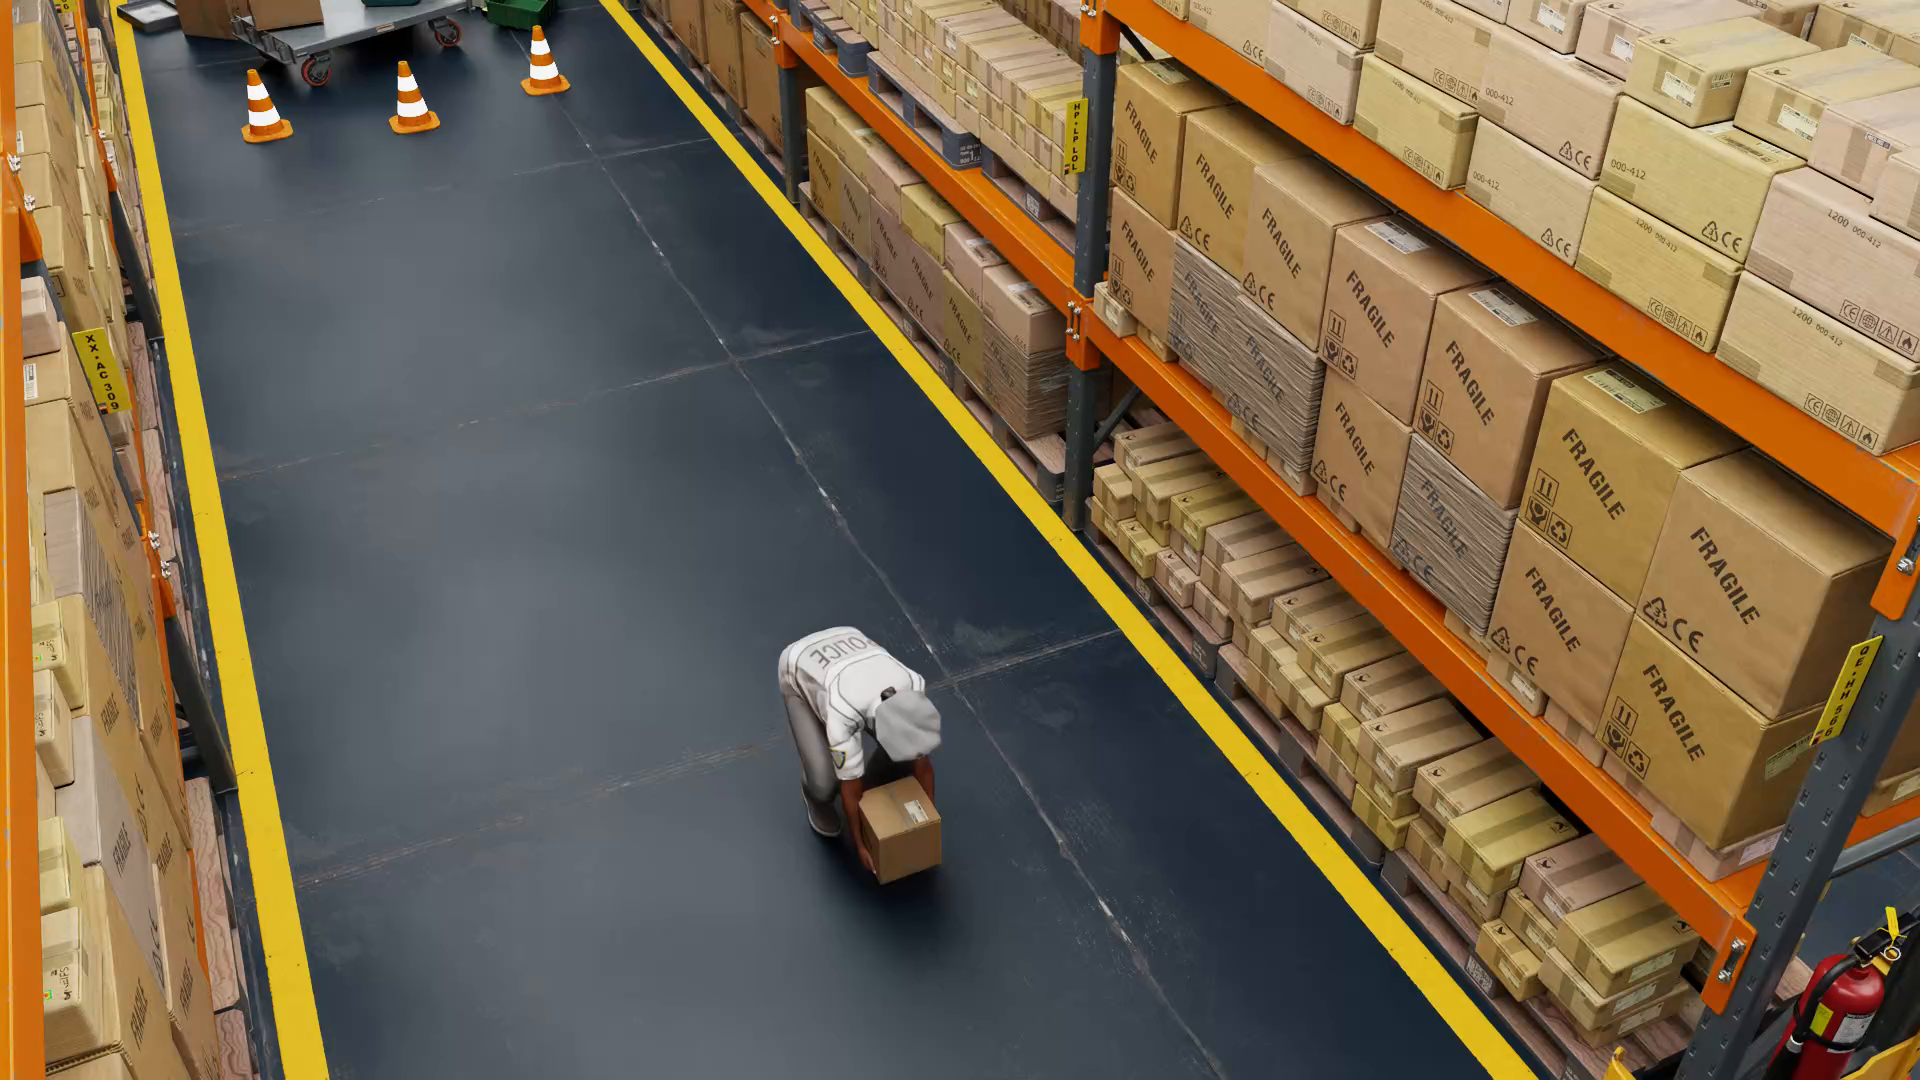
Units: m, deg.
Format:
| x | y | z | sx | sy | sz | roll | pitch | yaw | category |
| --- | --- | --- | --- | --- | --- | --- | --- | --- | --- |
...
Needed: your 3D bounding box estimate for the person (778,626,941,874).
| x | y | z | sx | sy | sz | roll | pitch | yaw | category |
| --- | --- | --- | --- | --- | --- | --- | --- | --- | --- |
| -0.377 | 0.789 | 6.394 | 0.457 | 0.977 | 0.916 | -17 | 41 | -21 | person |
